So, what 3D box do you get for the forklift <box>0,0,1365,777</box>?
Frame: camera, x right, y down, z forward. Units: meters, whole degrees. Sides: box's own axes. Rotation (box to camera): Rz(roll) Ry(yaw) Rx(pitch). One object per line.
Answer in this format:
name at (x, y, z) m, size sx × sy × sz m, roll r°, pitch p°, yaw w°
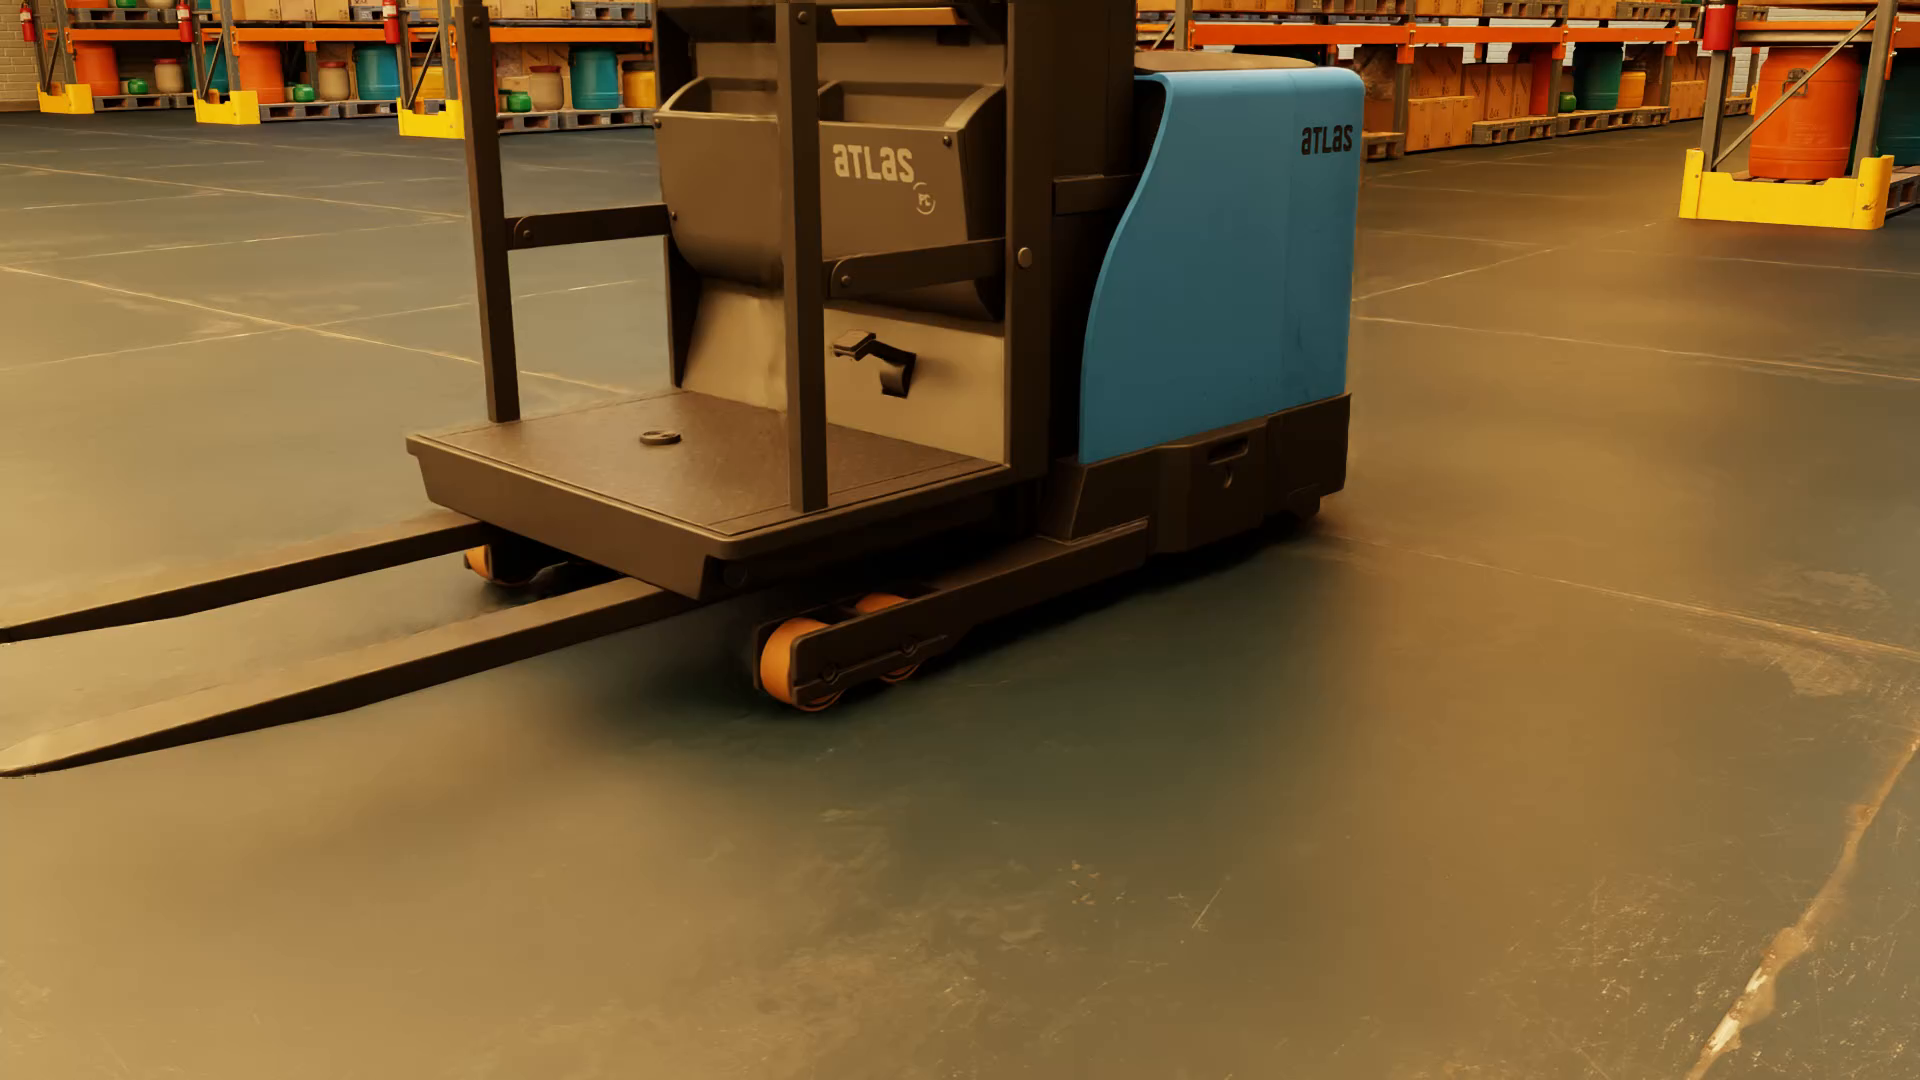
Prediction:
forklift at (-0.431, -1.266, 3.067) m, size 1.130 × 2.935 × 3.031 m, roll 16°, pitch 23°, yaw 42°
